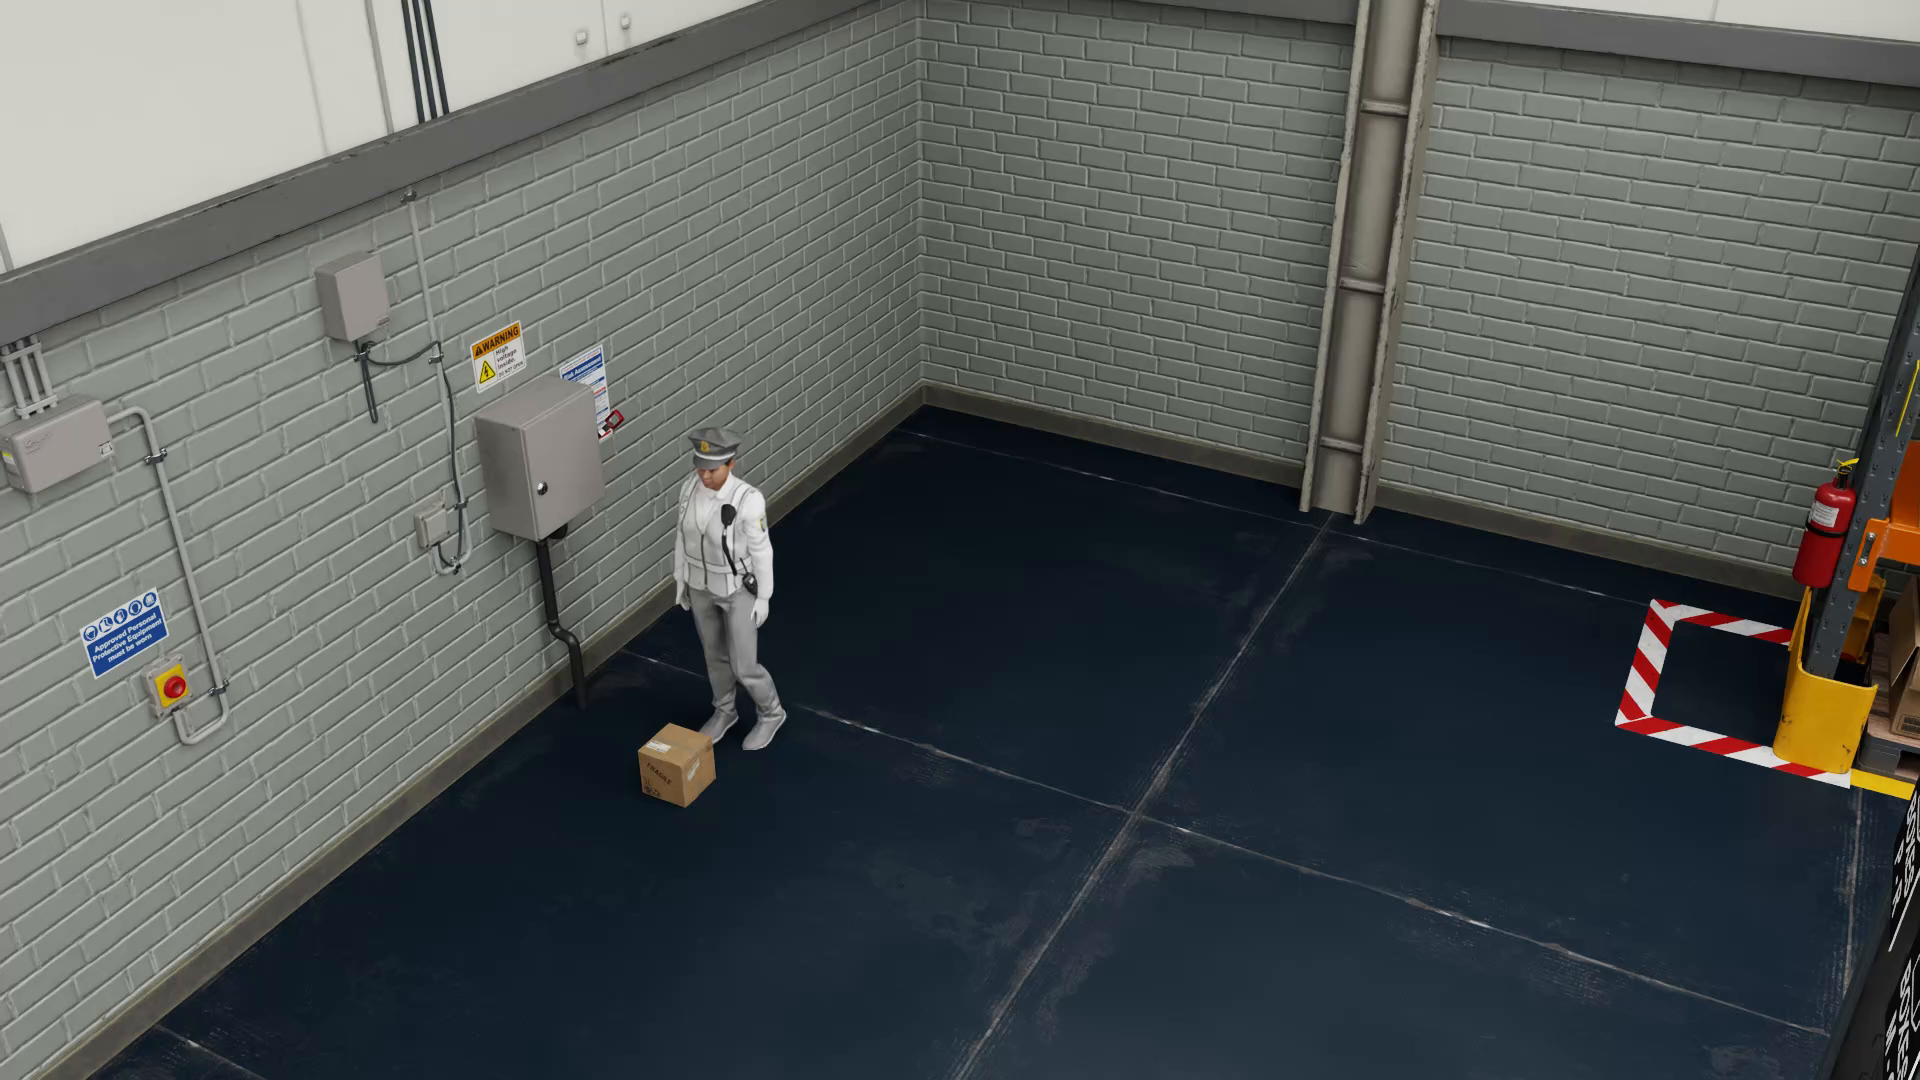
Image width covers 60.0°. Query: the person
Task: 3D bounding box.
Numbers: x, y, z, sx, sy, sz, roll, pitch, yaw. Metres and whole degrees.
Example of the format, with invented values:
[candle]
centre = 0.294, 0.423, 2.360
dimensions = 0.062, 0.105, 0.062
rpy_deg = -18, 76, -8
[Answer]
[person]
centre = -1.131, 0.345, 7.921
dimensions = 0.505, 1.469, 0.352
rpy_deg = 14, 33, 23
